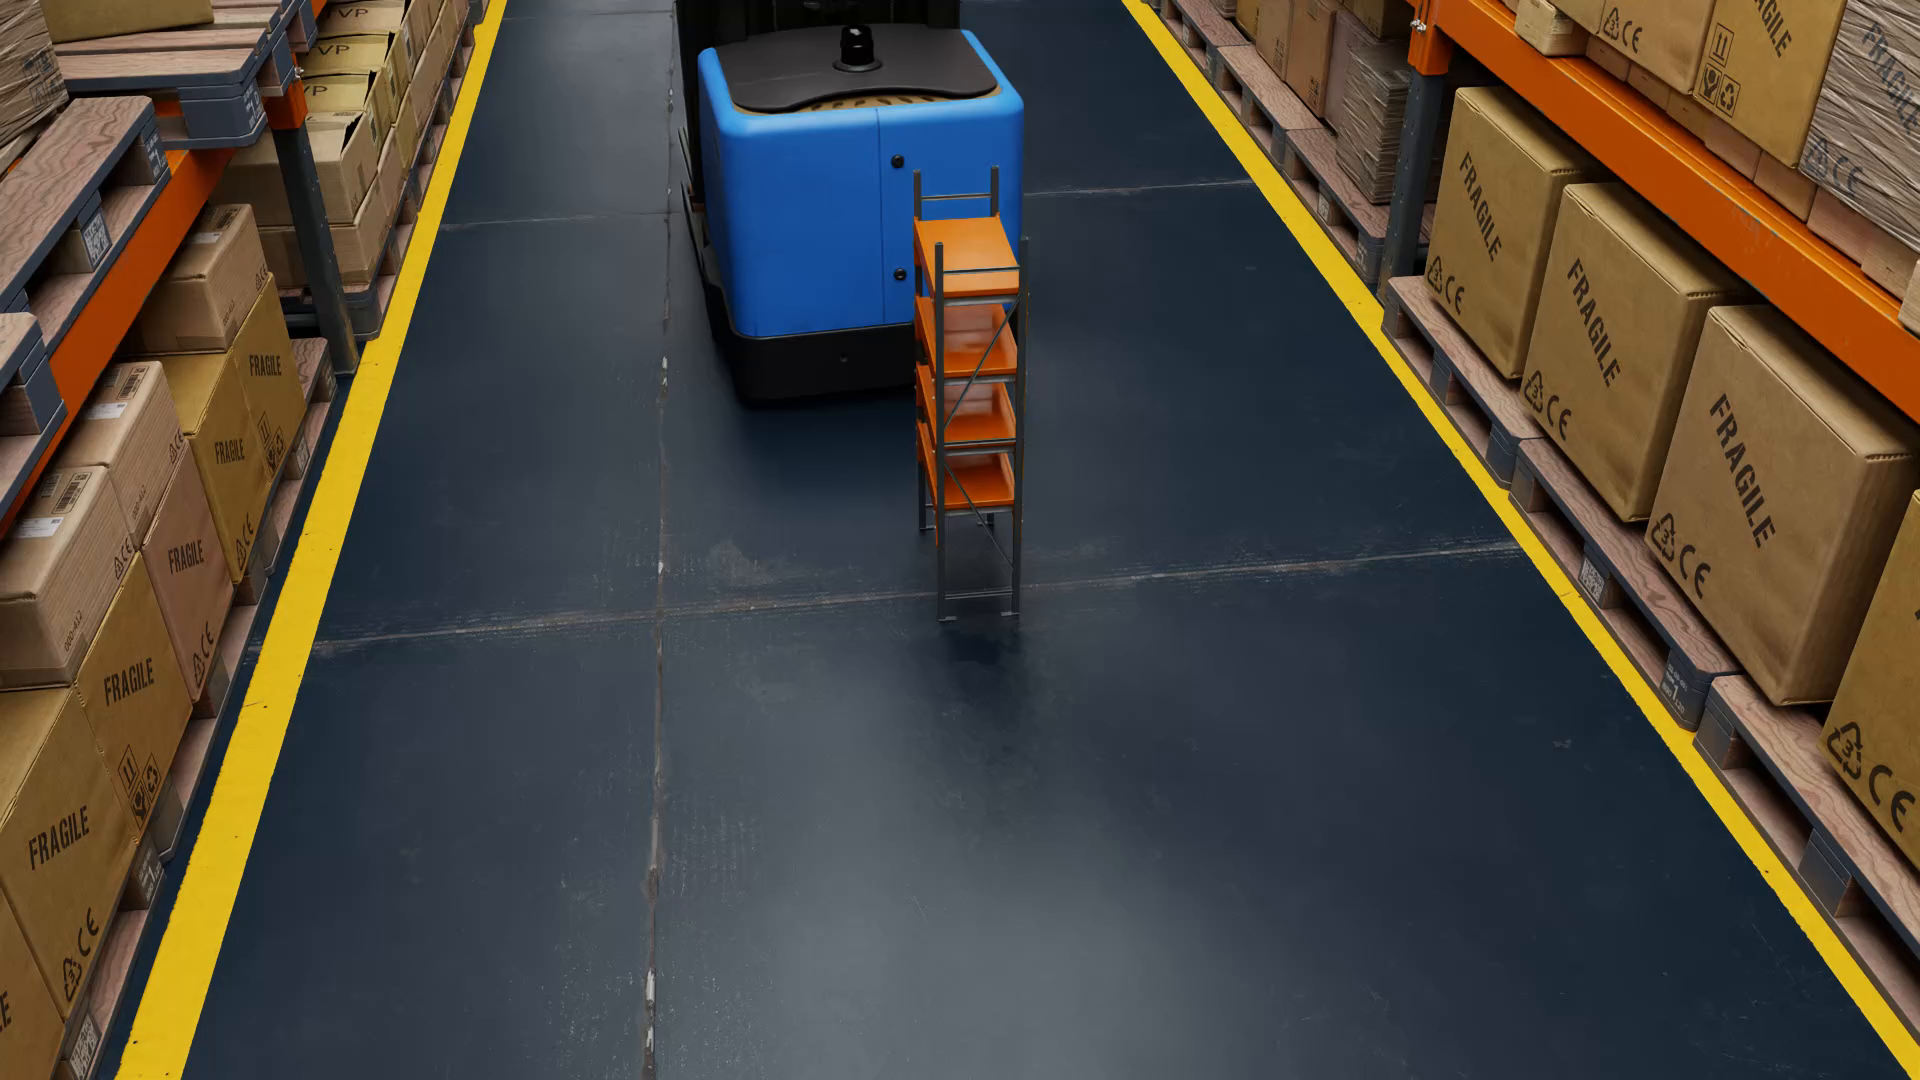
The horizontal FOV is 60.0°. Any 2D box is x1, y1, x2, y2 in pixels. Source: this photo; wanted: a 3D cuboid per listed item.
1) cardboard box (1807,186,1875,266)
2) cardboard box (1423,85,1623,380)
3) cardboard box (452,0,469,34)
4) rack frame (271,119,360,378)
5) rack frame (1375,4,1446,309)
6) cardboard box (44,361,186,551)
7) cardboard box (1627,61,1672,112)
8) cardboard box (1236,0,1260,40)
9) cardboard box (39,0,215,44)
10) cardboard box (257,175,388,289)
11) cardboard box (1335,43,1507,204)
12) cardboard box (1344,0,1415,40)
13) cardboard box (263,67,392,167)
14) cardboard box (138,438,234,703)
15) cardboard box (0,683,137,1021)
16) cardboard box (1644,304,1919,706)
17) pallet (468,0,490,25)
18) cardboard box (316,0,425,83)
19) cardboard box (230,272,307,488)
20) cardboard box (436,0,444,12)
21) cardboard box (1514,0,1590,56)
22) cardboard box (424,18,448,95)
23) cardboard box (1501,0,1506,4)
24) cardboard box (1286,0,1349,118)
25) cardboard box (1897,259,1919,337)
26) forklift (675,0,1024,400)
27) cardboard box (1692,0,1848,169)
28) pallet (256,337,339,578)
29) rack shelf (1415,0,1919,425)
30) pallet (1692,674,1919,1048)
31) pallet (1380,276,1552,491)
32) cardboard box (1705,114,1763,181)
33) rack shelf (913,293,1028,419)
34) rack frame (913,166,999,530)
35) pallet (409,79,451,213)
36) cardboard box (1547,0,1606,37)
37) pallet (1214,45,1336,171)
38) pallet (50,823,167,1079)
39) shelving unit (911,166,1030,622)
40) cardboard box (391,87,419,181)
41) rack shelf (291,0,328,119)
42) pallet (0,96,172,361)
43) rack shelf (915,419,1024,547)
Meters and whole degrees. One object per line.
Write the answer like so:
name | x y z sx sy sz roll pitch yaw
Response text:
cardboard box | 2.257 -0.768 3.919 0.380 0.149 0.250 -5 35 -8
cardboard box | 2.141 -1.081 5.709 0.750 0.750 0.750 -5 35 -7
cardboard box | -2.931 -2.899 8.909 0.500 0.250 0.500 -5 35 -7
rack frame | -2.736 -1.839 5.285 1.000 3.000 0.127 -4 35 -6
rack frame | 2.172 -2.216 5.838 1.000 3.000 0.127 -4 35 -6
cardboard box | -2.224 -0.192 4.031 0.500 0.250 0.500 -5 35 -7
cardboard box | 2.164 -1.348 4.770 0.380 0.149 0.250 -4 34 -5
cardboard box | 1.869 -2.903 8.675 0.700 0.500 0.500 -5 35 -7
cardboard box | -2.540 -1.711 4.635 0.700 0.500 0.500 -16 37 -22
cardboard box | -2.515 -1.191 6.402 0.500 0.250 0.500 -4 35 -7
cardboard box | 2.024 -1.763 7.002 0.700 0.500 0.500 -4 34 -6
cardboard box | 2.009 -2.396 7.265 0.500 0.250 0.500 -4 34 -5
cardboard box | -2.594 -1.715 6.674 0.500 0.311 0.500 -5 35 -8
cardboard box | -2.231 0.098 4.272 0.500 0.500 0.500 -6 35 -8
cardboard box | -2.104 0.659 3.448 0.500 0.500 0.500 -4 34 -6
cardboard box | 2.372 -0.118 4.295 0.750 0.750 0.750 -3 34 -5
pallet | -3.339 -3.366 10.001 1.003 0.211 1.213 -4 35 -6
cardboard box | -2.730 -2.287 7.512 0.500 0.311 0.500 -5 35 -7
cardboard box | -2.377 -0.484 5.125 0.500 0.500 0.500 -3 34 -5
cardboard box | -2.859 -2.846 8.333 0.500 0.311 0.500 -3 34 -5
cardboard box | 1.964 -1.623 5.174 0.380 0.149 0.250 -3 34 -5
cardboard box | -2.795 -2.331 8.076 0.500 0.250 0.500 -4 34 -5
cardboard box | 1.987 -1.919 5.608 0.380 0.149 0.250 -5 35 -7
cardboard box | 1.975 -2.334 7.841 0.700 0.500 0.500 -5 35 -7
cardboard box | 2.243 -0.486 3.504 0.380 0.149 0.250 -4 35 -6
forklift | -0.597 -2.528 6.358 1.130 2.935 3.031 -7 35 -11
cardboard box | 2.189 -1.238 4.033 0.500 0.500 0.500 -3 34 -5
pallet | -2.673 -0.267 5.454 1.003 0.211 1.213 -4 35 -6
rack shelf | 2.441 -0.803 4.403 1.077 0.370 4.000 -4 35 -6
pallet | 2.532 0.743 3.972 1.003 0.211 1.213 -4 35 -6
pallet | 2.204 -0.618 5.970 1.003 0.211 1.213 -4 35 -6
cardboard box | 2.204 -1.064 4.353 0.380 0.149 0.250 -4 34 -6
rack shelf | 0.022 -0.533 4.688 0.258 0.148 0.480 -4 35 -6
rack frame | -0.011 -0.540 4.976 0.240 1.200 0.015 -4 35 -6
pallet | -2.969 -1.828 7.745 1.003 0.211 1.213 -4 35 -6
cardboard box | 2.045 -1.805 4.865 0.500 0.500 0.500 -3 34 -5
pallet | 1.908 -2.179 8.260 1.003 0.211 1.213 -4 35 -6
pallet | -2.345 1.095 3.457 1.003 0.211 1.213 -4 35 -6
shelving unit | 0.022 -0.403 4.777 0.258 1.200 0.503 -4 35 -6
cardboard box | -2.660 -1.761 7.239 0.500 0.250 0.500 -5 35 -8
rack shelf | -3.005 -2.658 7.125 1.077 0.370 4.000 -4 35 -6
pallet | -2.470 -0.675 3.747 1.003 0.211 1.213 -4 35 -6
rack shelf | 0.022 -0.184 4.926 0.258 0.148 0.480 -4 35 -6
